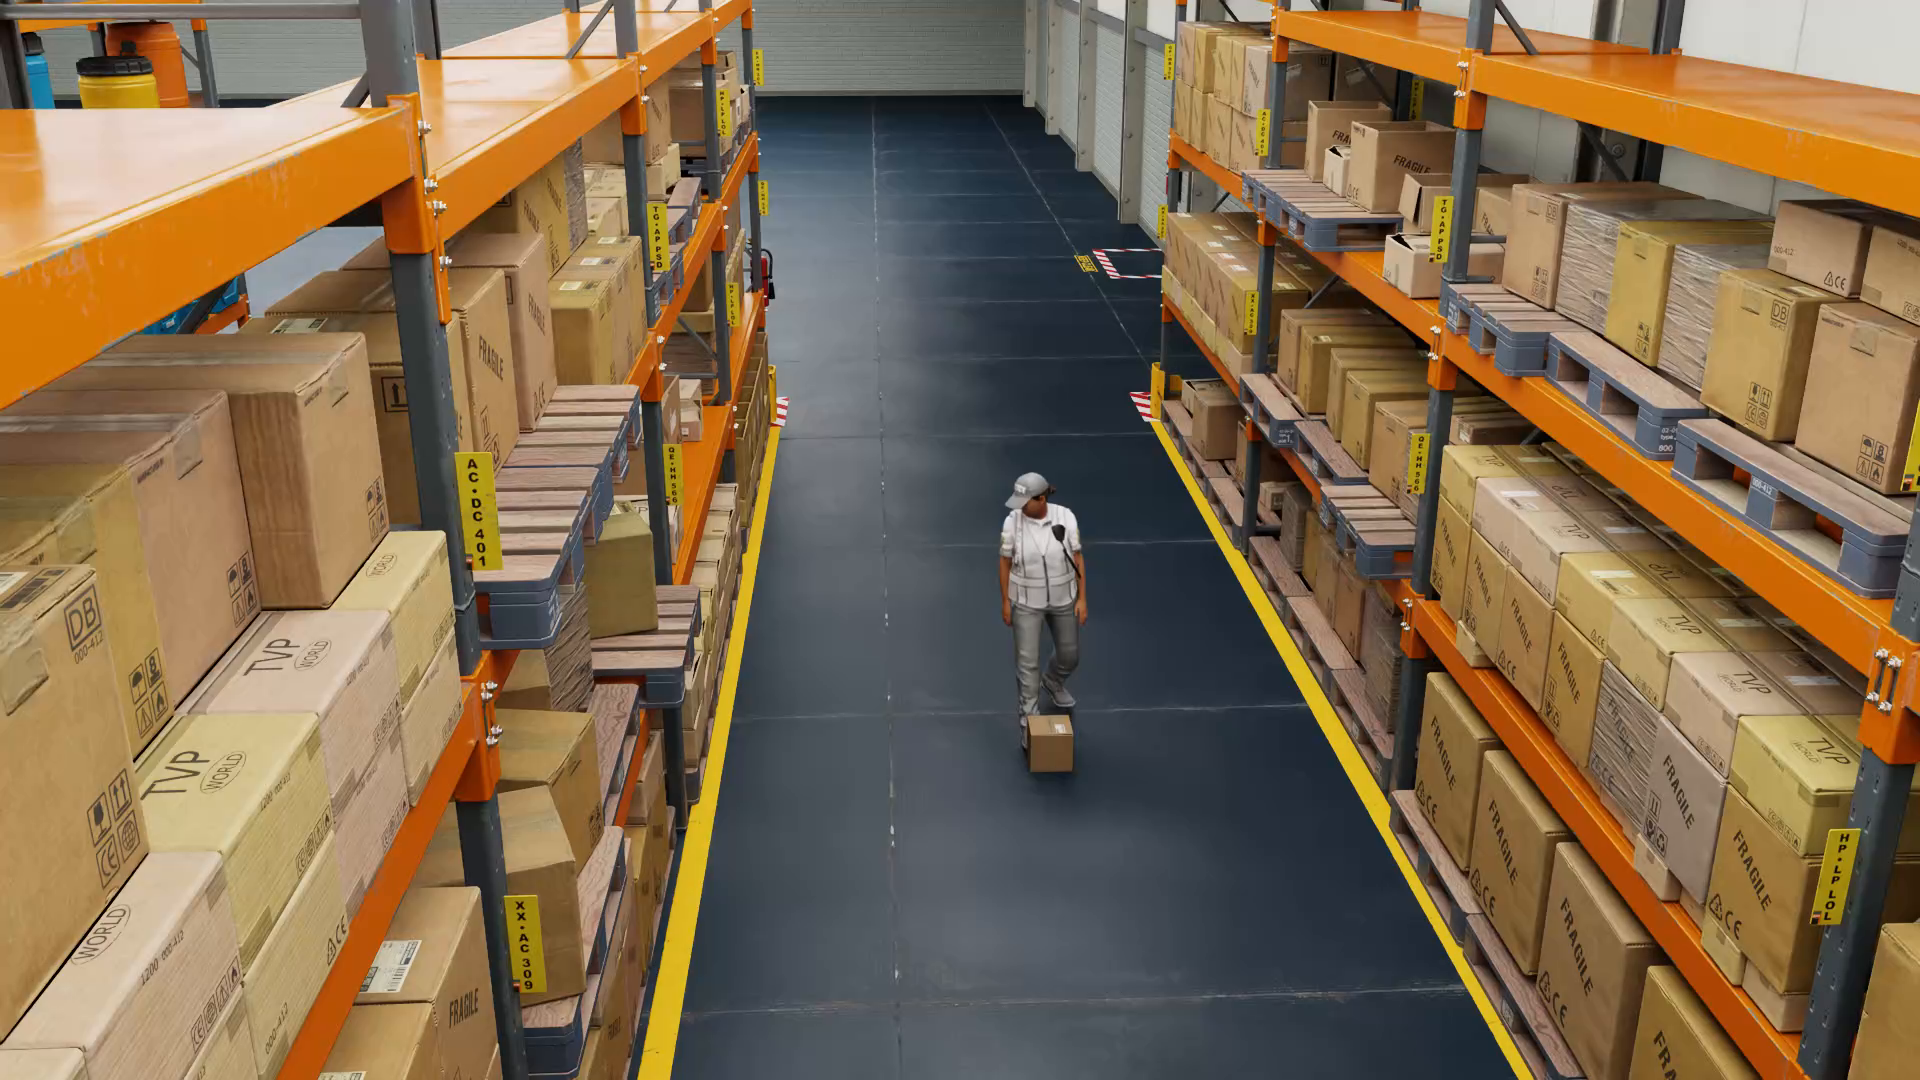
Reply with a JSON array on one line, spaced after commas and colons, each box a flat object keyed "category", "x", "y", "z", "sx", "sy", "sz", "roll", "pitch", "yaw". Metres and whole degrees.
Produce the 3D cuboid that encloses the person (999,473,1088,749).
[{"category": "person", "x": 0.501, "y": 0.379, "z": 10.037, "sx": 0.509, "sy": 1.645, "sz": 0.714, "roll": -3, "pitch": 21, "yaw": -8}]
